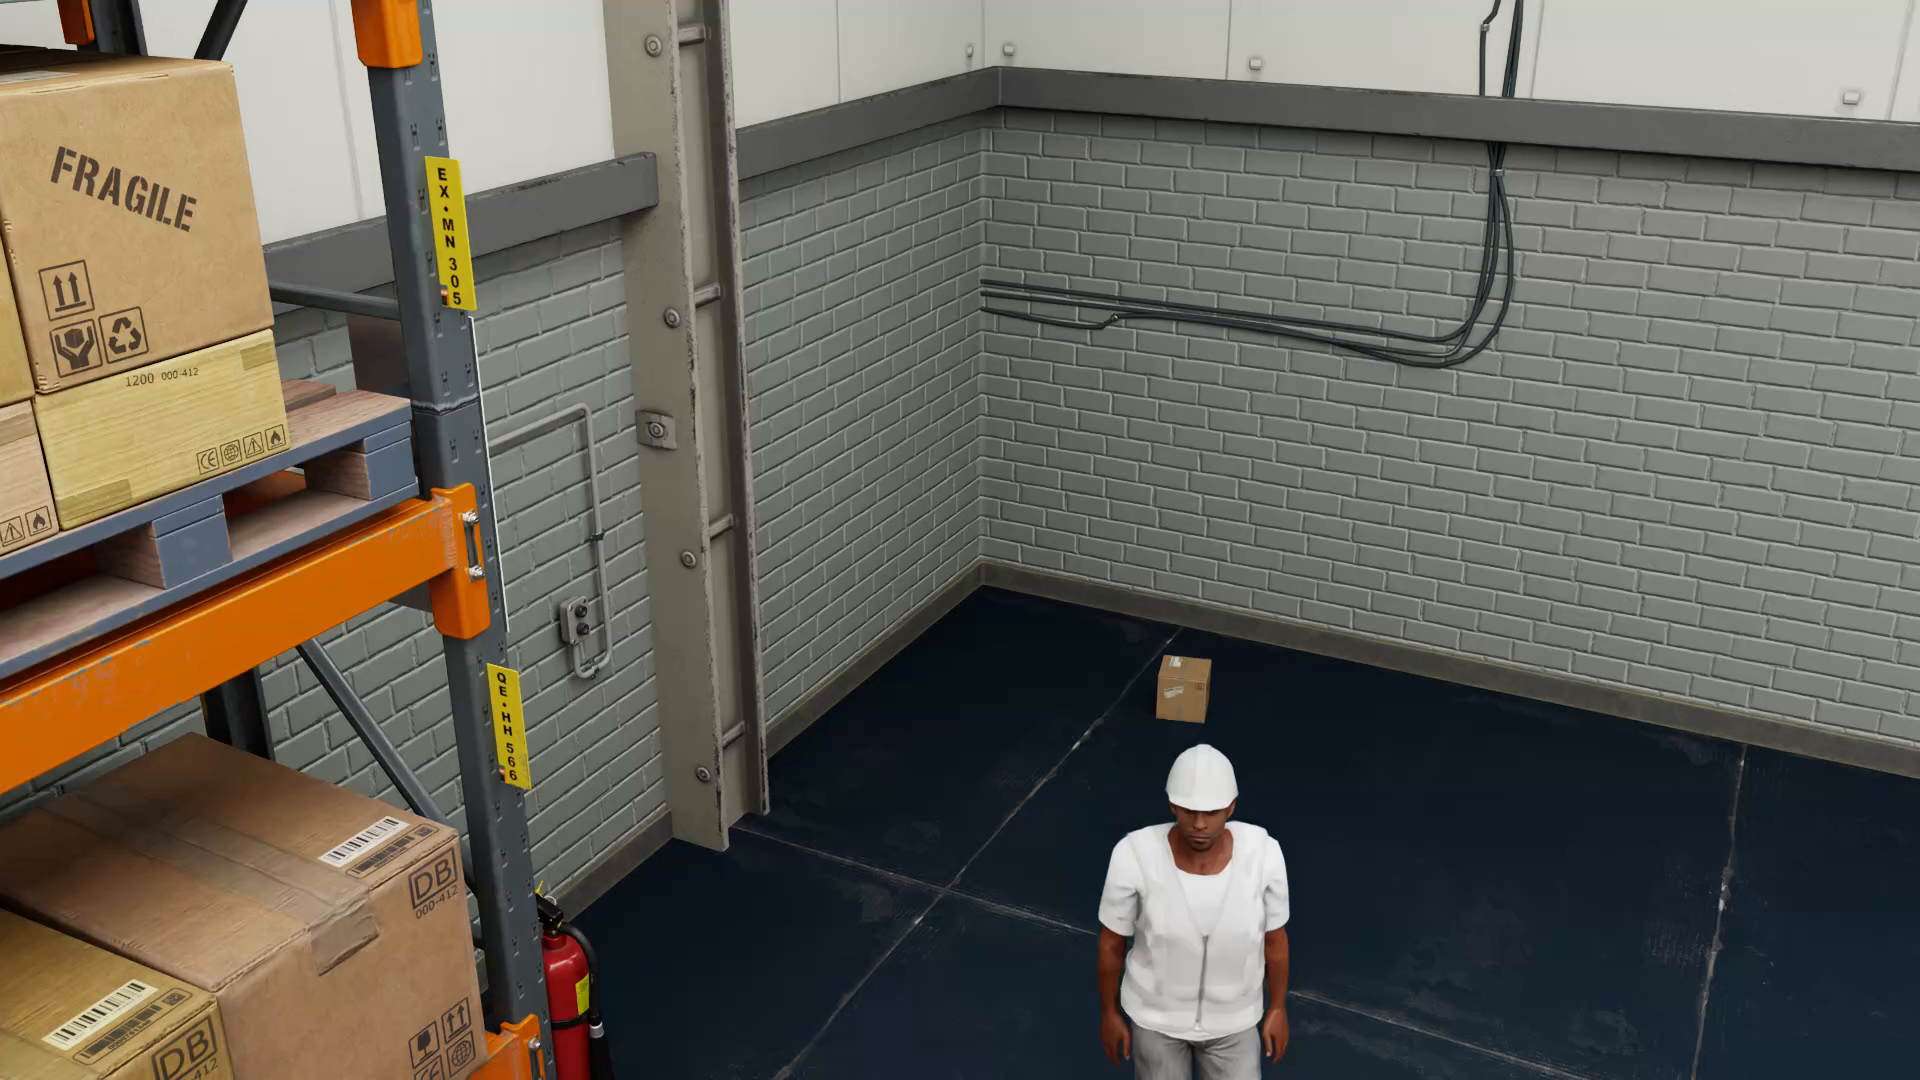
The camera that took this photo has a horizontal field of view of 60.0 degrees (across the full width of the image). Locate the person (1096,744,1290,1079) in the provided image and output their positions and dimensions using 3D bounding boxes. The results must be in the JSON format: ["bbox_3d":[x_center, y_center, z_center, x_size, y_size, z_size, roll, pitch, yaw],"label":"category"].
[{"bbox_3d":[0.711,1.422,5.069,0.598,1.757,0.510,0,23,0],"label":"person"}]
